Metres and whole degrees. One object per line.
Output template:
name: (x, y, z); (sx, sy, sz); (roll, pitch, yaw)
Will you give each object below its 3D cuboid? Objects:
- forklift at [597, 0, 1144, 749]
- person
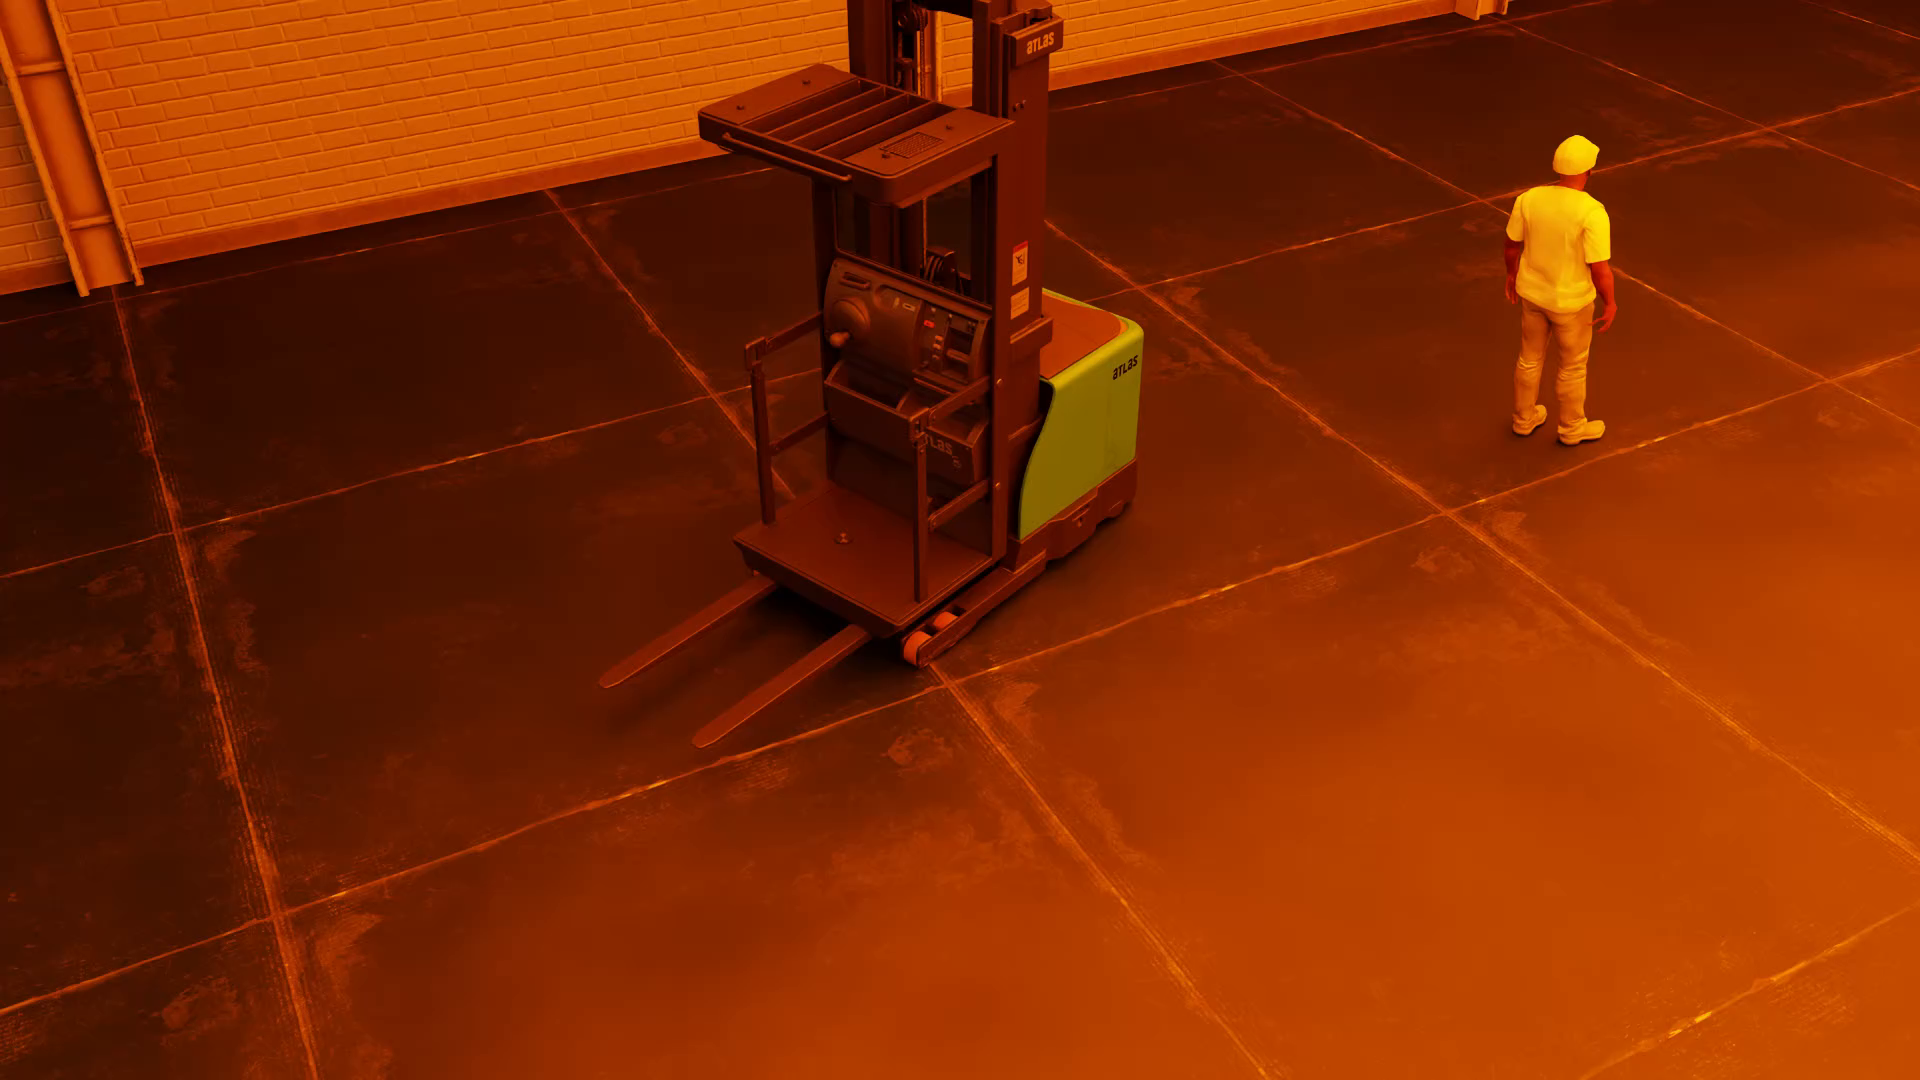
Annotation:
forklift: (-0.390, -0.927, 7.434); (1.130, 2.935, 3.031); (26, 43, 31)
person: (3.290, -1.366, 9.053); (0.577, 1.765, 0.666); (-26, 43, -31)
